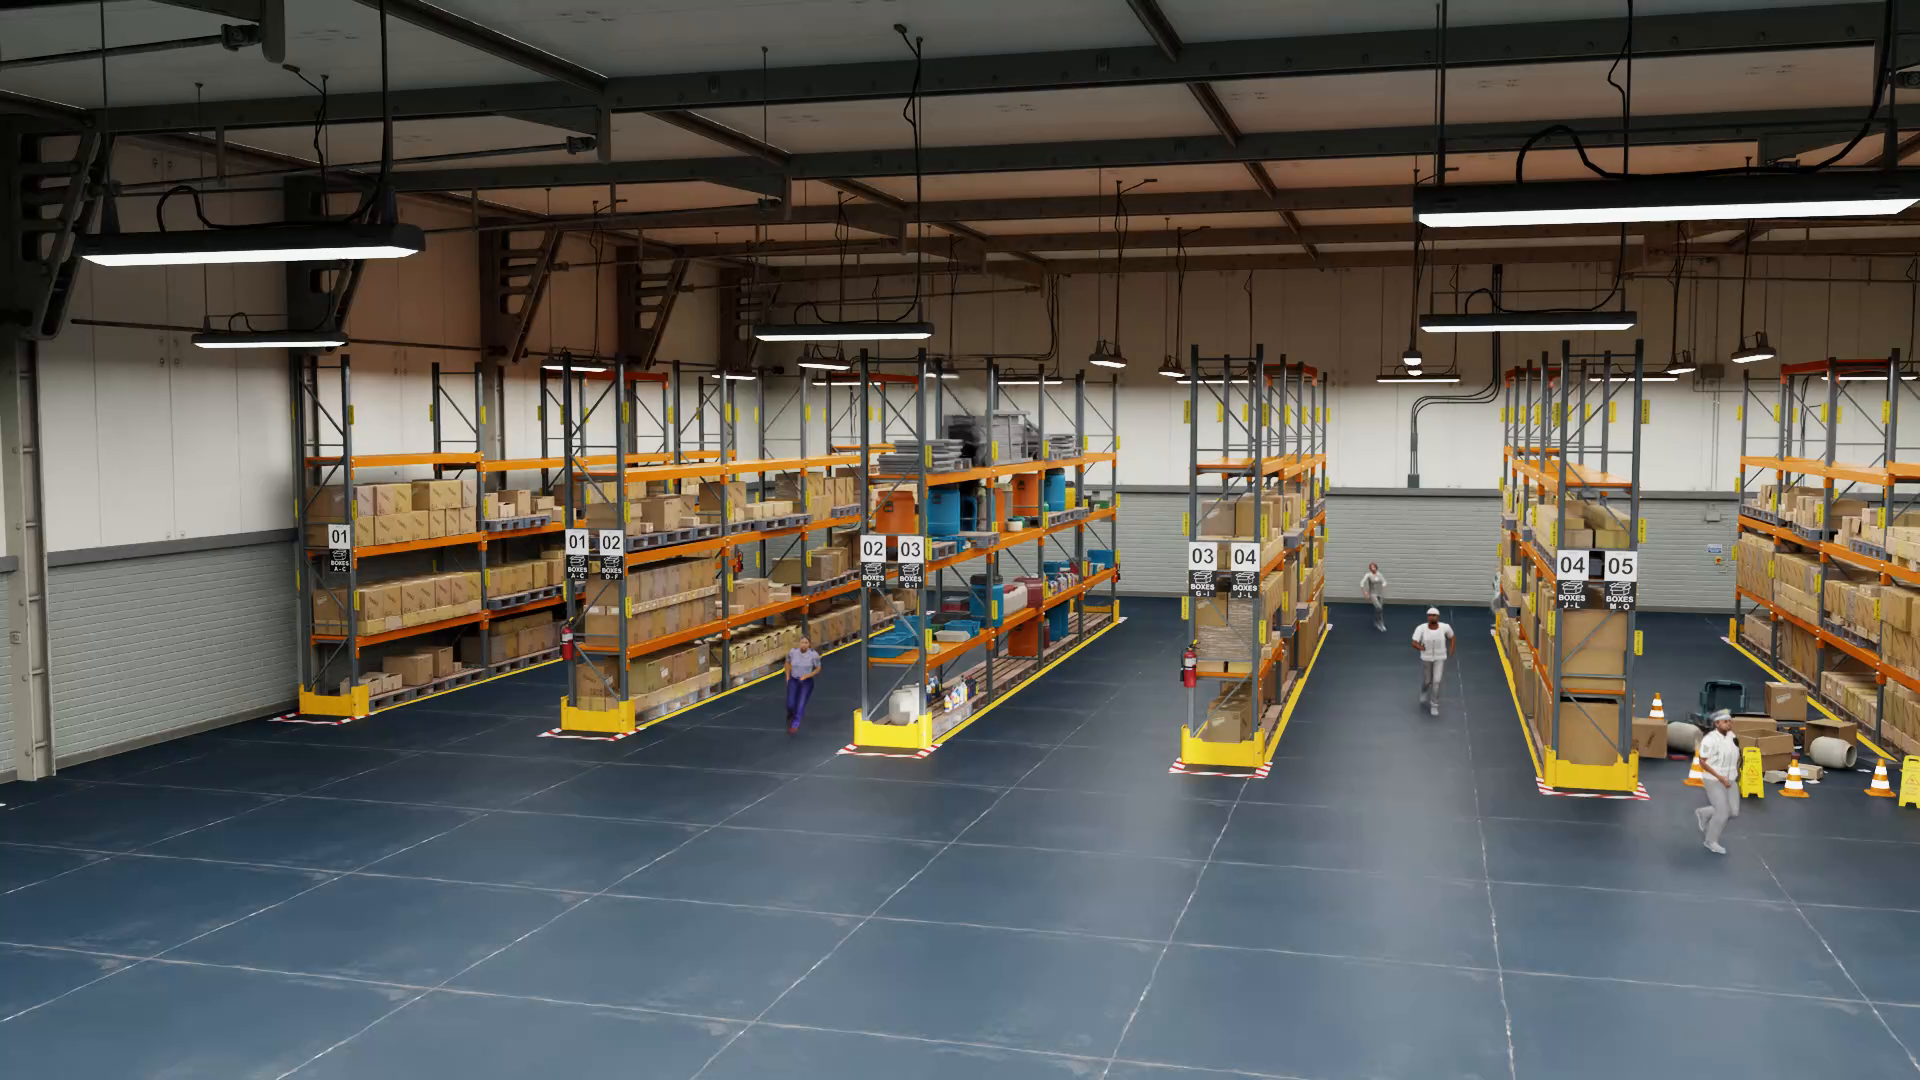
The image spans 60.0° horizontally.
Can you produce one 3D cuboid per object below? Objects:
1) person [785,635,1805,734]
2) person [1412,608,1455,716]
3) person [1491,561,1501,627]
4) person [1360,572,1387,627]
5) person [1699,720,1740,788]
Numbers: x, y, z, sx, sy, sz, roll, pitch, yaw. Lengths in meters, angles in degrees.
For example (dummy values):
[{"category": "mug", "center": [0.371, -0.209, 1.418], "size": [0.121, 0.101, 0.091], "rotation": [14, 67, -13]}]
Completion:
[{"category": "person", "center": [5.407, 2.260, 26.366], "size": [16.357, 1.586, 0.679], "rotation": [0, 4, -1]}, {"category": "person", "center": [7.990, 2.017, 28.080], "size": [0.710, 1.771, 0.973], "rotation": [1, 4, 16]}, {"category": "person", "center": [2.683, 0.375, 39.119], "size": [19.862, 3.432, 6.459], "rotation": [1, 4, 17]}, {"category": "person", "center": [9.633, 1.364, 38.654], "size": [0.585, 1.261, 0.620], "rotation": [-1, 4, -12]}, {"category": "person", "center": [8.765, 2.396, 19.051], "size": [0.593, 0.859, 0.447], "rotation": [-2, 5, -21]}]
